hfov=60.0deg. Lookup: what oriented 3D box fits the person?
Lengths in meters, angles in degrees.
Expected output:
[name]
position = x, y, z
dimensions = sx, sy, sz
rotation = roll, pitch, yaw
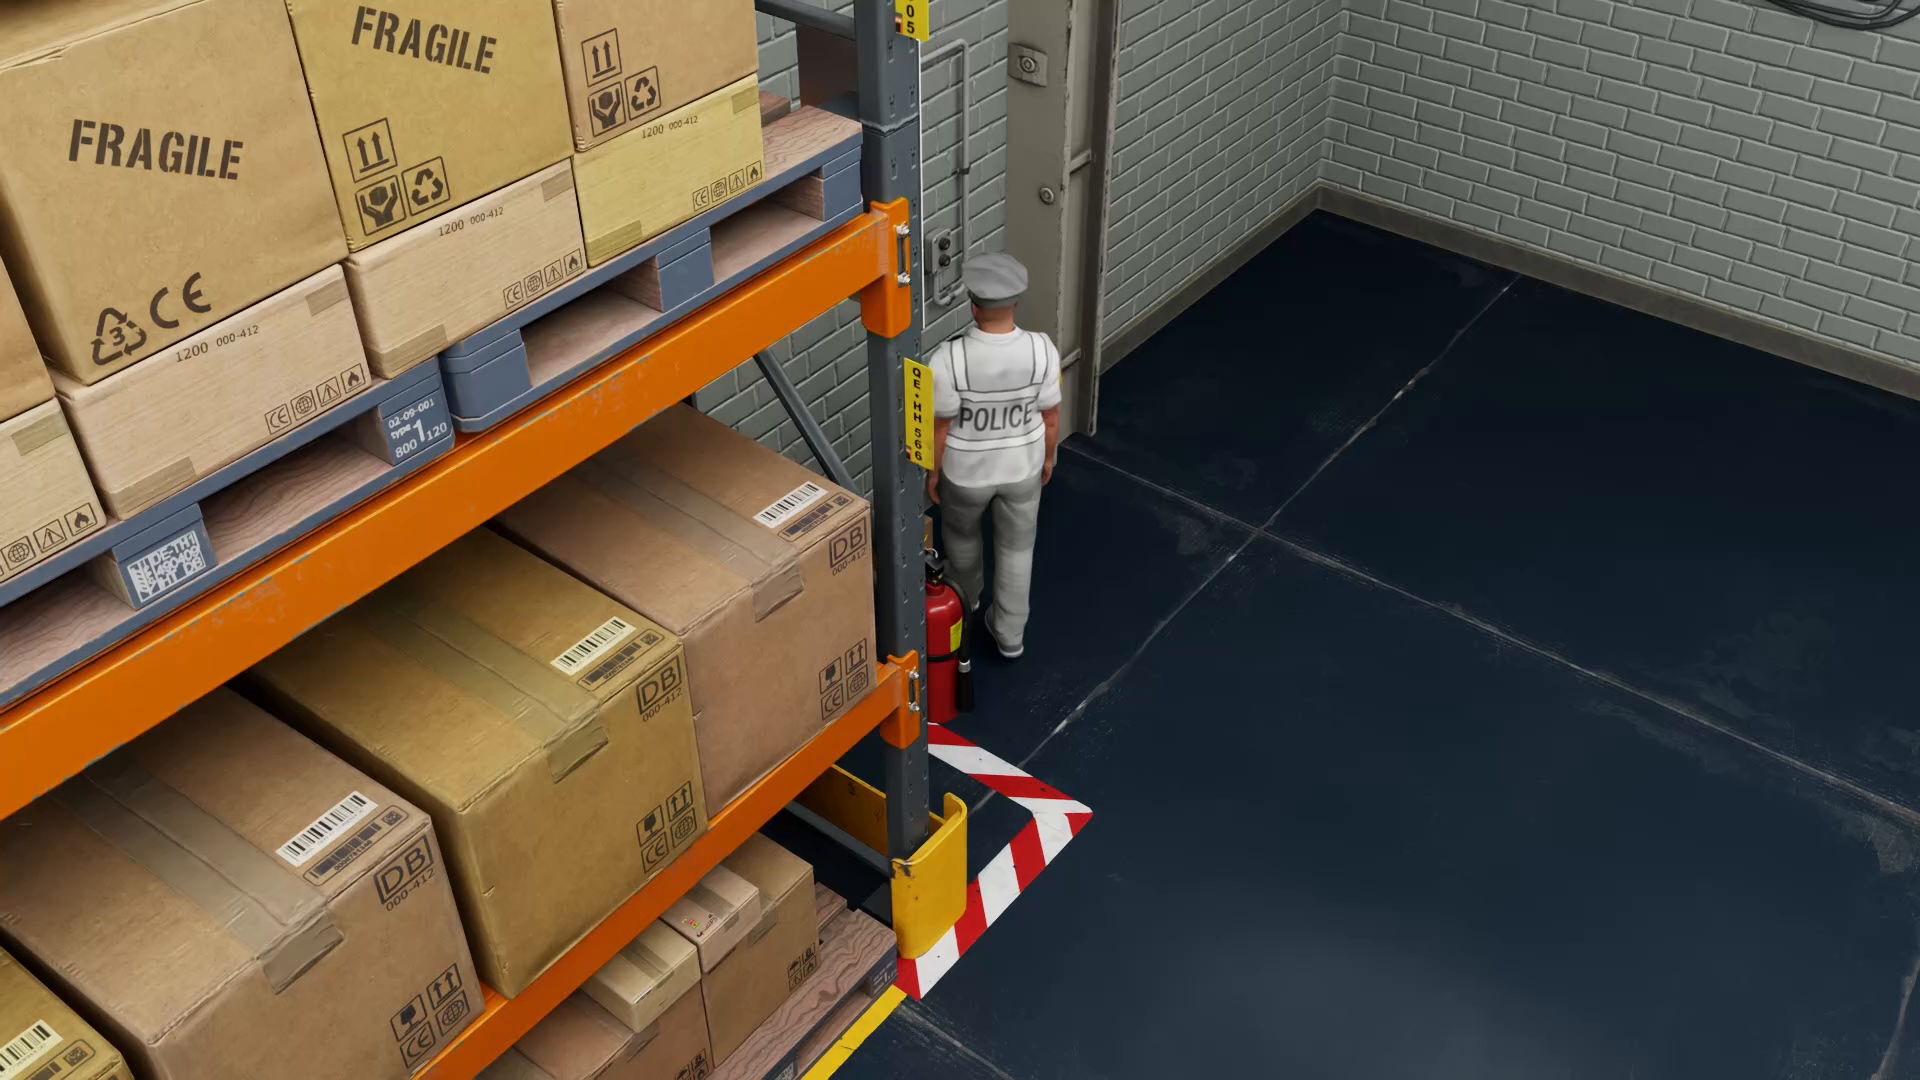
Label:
[person]
position = 0.105, -0.368, 6.589
dimensions = 0.535, 1.746, 0.642
rotation = -6, 39, -7
